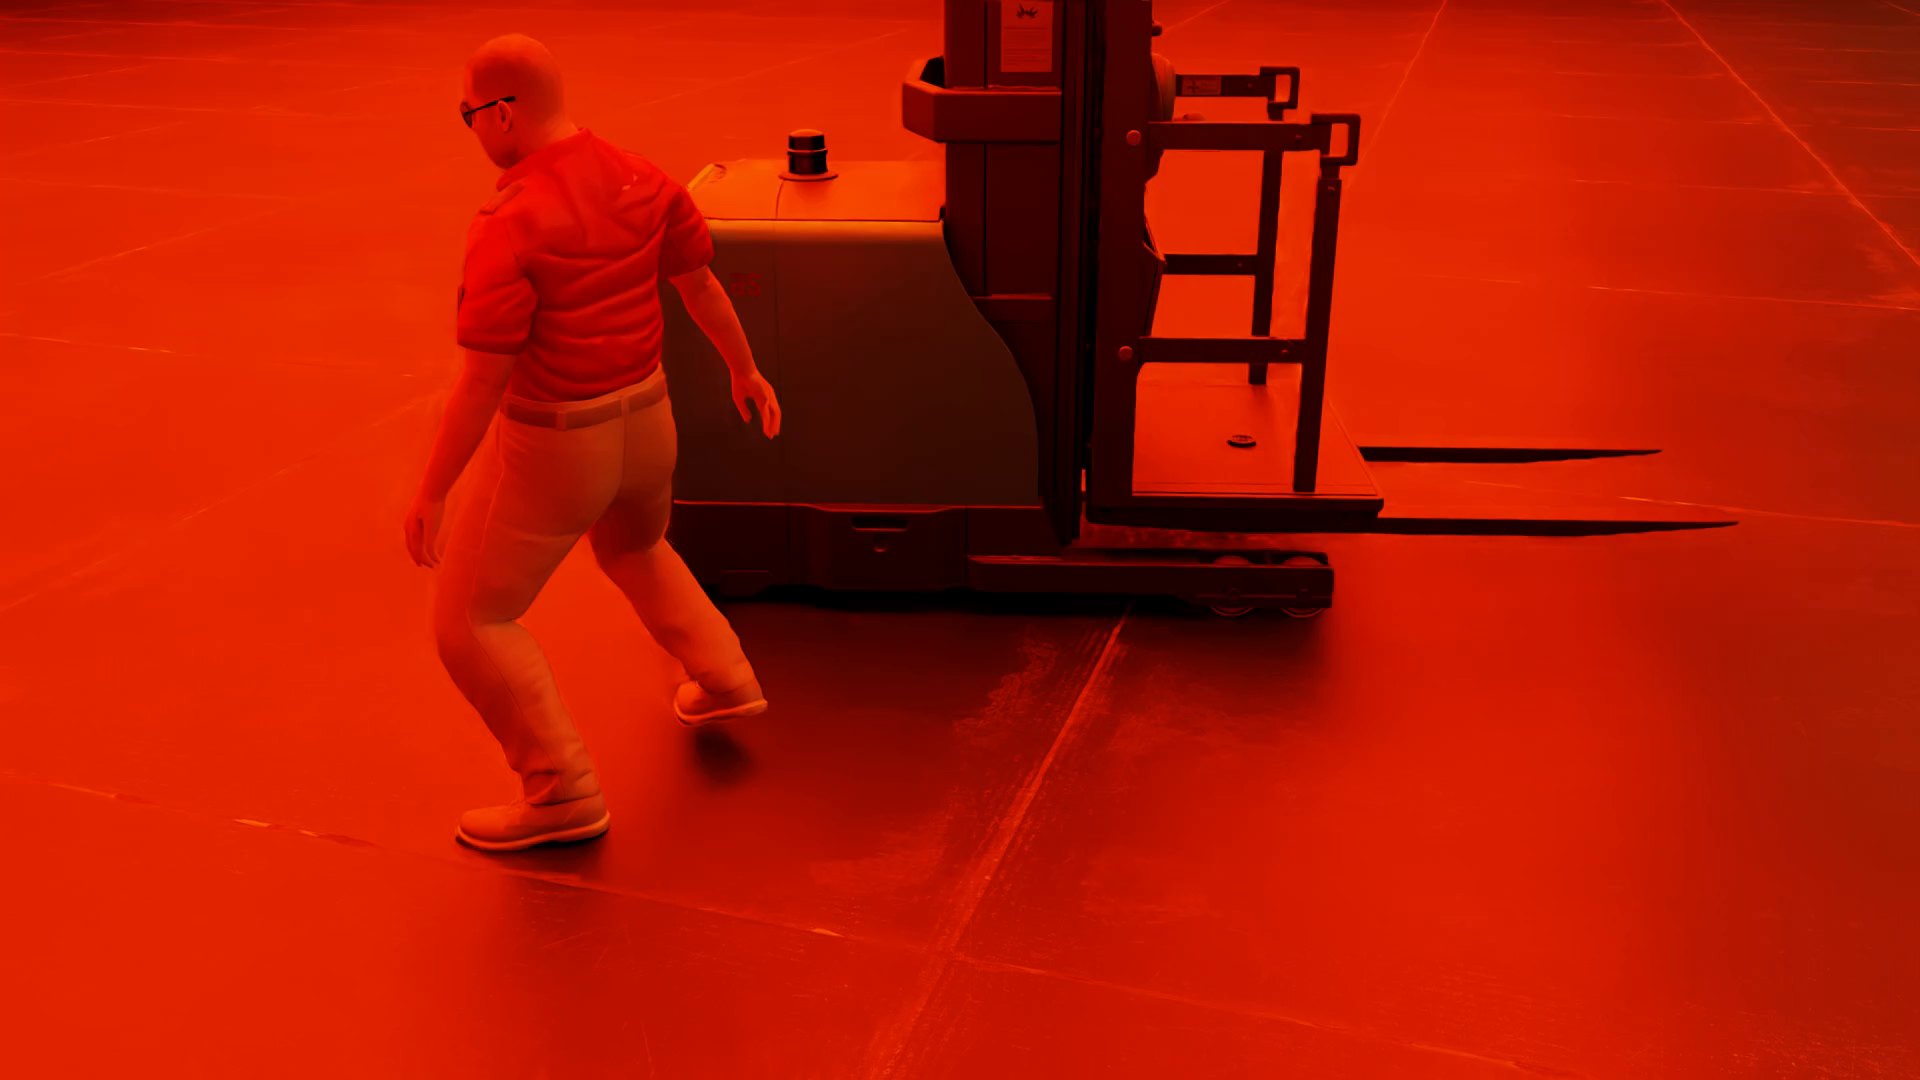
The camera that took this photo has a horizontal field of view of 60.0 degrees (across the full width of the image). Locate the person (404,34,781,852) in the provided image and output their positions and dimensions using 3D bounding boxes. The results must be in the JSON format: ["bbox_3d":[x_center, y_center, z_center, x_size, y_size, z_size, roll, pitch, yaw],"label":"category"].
[{"bbox_3d":[-0.771,-0.226,3.539,0.506,1.647,0.910,16,27,34],"label":"person"}]

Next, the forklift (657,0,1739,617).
[{"bbox_3d":[0.683,-1.347,4.543,3.031,2.935,1.130,1,22,2],"label":"forklift"}]
